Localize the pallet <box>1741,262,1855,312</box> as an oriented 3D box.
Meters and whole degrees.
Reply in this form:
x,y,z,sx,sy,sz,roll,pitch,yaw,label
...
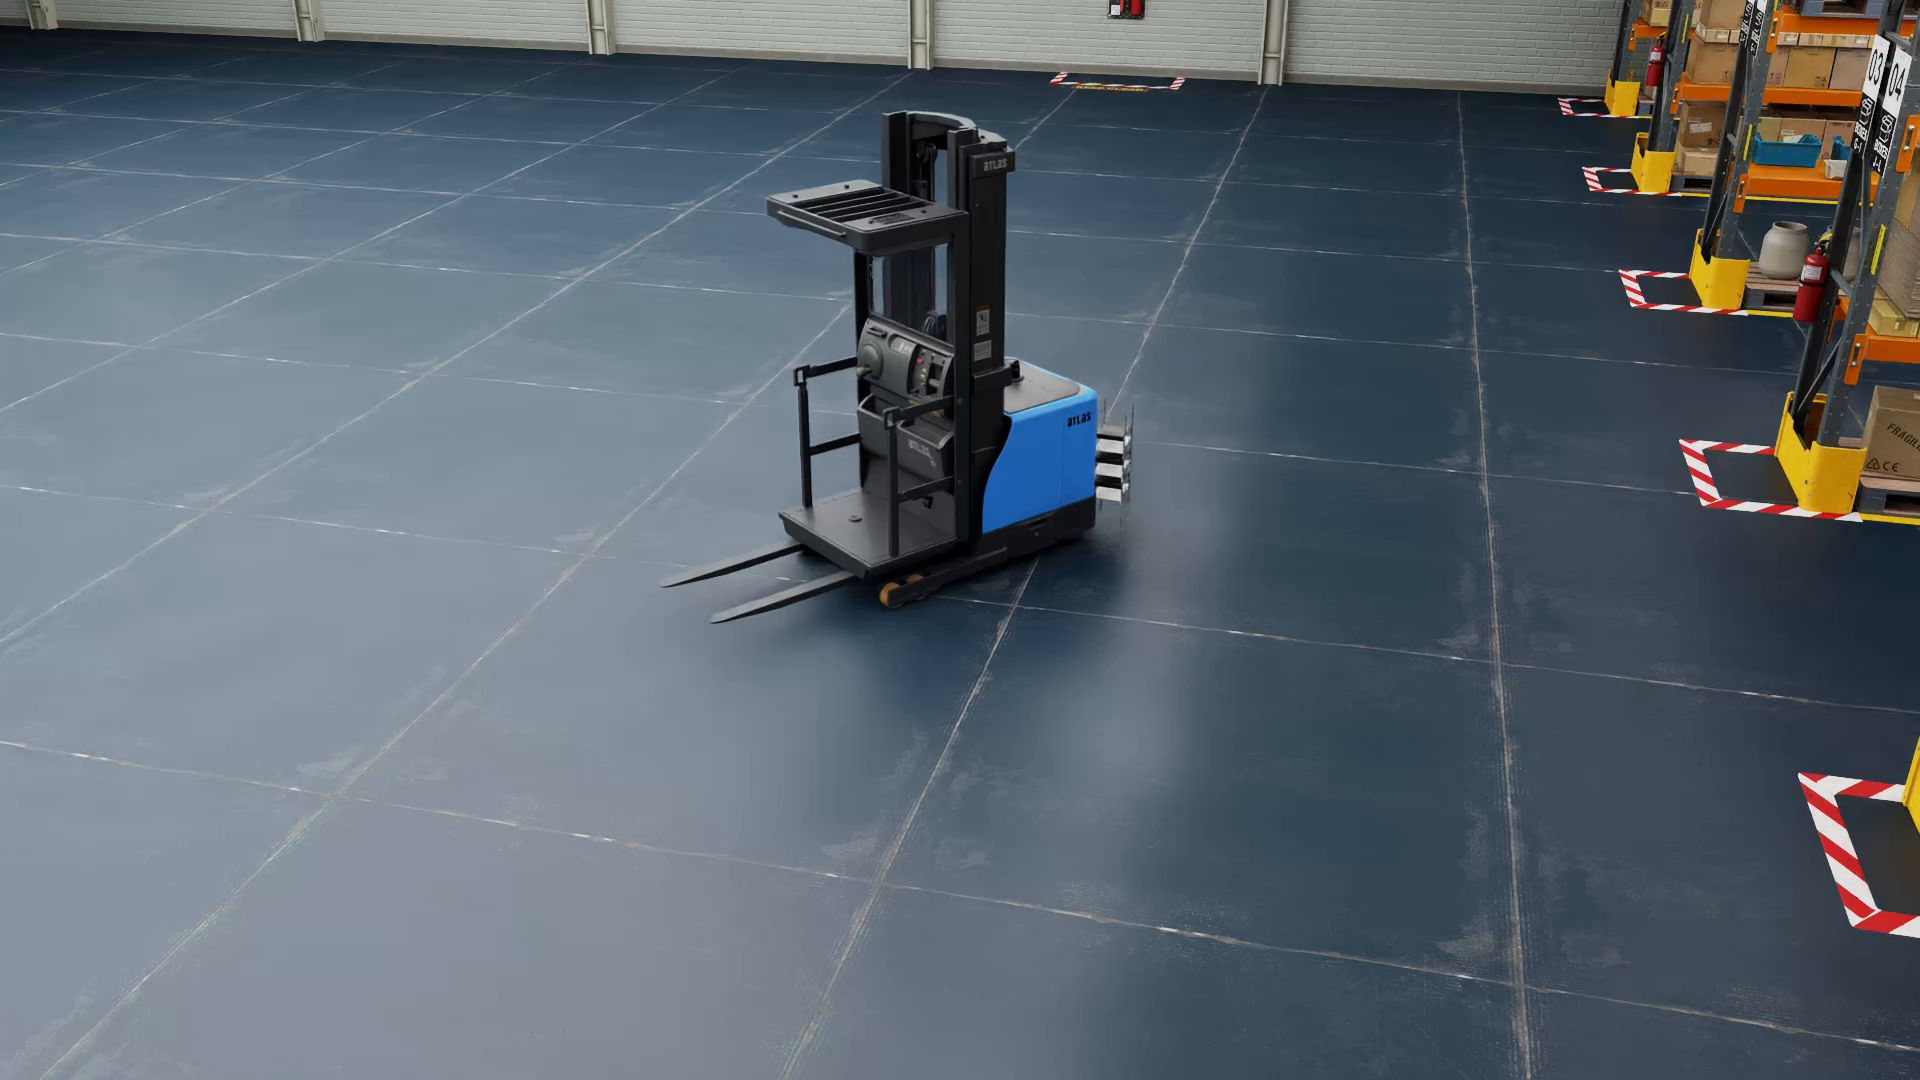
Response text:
x,y,z,sx,sy,sz,roll,pitch,yaw,label
8.458,-2.527,16.694,1.213,0.211,1.003,6,26,13,pallet

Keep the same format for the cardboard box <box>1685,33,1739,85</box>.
x,y,z,sx,sy,sz,roll,pitch,yaw,label
9.273,-5.916,20.451,0.500,0.500,0.700,6,26,13,cardboard box

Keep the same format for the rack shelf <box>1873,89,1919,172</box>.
x,y,z,sx,sy,sz,roll,pitch,yaw,label
8.290,-2.617,10.987,4.000,0.370,1.077,6,26,13,rack shelf

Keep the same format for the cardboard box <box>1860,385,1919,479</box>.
x,y,z,sx,sy,sz,roll,pitch,yaw,label
6.954,-0.789,12.219,0.500,0.500,0.500,11,28,23,cardboard box

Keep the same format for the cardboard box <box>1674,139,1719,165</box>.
x,y,z,sx,sy,sz,roll,pitch,yaw,label
9.417,-4.939,21.228,0.500,0.250,0.500,6,26,13,cardboard box

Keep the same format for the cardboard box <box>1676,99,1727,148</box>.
x,y,z,sx,sy,sz,roll,pitch,yaw,label
9.418,-5.279,21.068,0.500,0.500,0.500,6,26,13,cardboard box

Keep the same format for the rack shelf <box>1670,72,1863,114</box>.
x,y,z,sx,sy,sz,roll,pitch,yaw,label
10.761,-5.387,20.294,4.000,0.370,1.077,6,26,13,rack shelf

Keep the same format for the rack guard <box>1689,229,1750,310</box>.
x,y,z,sx,sy,sz,roll,pitch,yaw,label
7.672,-2.747,16.820,0.348,0.500,1.175,6,26,13,rack guard

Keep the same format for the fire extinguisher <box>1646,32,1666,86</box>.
x,y,z,sx,sy,sz,roll,pitch,yaw,label
8.825,-6.097,21.038,0.183,0.674,0.296,6,26,13,fire extinguisher

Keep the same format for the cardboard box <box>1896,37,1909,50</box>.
x,y,z,sx,sy,sz,roll,pitch,yaw,label
11.152,-5.912,19.689,0.250,0.149,0.380,7,26,14,cardboard box

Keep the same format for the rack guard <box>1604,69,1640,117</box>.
x,y,z,sx,sy,sz,roll,pitch,yaw,label
10.128,-6.852,25.442,0.348,0.500,1.175,6,26,13,rack guard

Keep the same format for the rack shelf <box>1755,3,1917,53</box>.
x,y,z,sx,sy,sz,roll,pitch,yaw,label
9.524,-4.679,15.318,4.000,0.370,1.077,6,26,13,rack shelf

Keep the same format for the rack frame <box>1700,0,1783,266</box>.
x,y,z,sx,sy,sz,roll,pitch,yaw,label
7.587,-3.864,16.258,0.127,3.000,1.000,6,26,13,rack frame

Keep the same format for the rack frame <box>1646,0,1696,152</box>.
x,y,z,sx,sy,sz,roll,pitch,yaw,label
8.824,-5.926,20.589,0.127,3.000,1.000,6,26,13,rack frame

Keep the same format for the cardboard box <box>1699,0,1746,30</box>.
x,y,z,sx,sy,sz,roll,pitch,yaw,label
9.324,-6.496,20.161,0.500,0.500,0.700,6,26,13,cardboard box

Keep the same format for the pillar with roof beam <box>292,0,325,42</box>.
x,y,z,sx,sy,sz,roll,pitch,yaw,label
-13.368,-11.760,25.863,0.400,9.000,9.100,6,26,13,pillar with roof beam

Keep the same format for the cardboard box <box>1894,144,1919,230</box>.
x,y,z,sx,sy,sz,roll,pitch,yaw,label
6.948,-2.477,11.719,0.500,0.500,0.500,6,26,13,cardboard box

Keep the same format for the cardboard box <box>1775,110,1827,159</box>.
x,y,z,sx,sy,sz,roll,pitch,yaw,label
10.260,-4.962,20.401,0.500,0.500,0.500,6,26,13,cardboard box

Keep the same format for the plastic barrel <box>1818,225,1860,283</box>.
x,y,z,sx,sy,sz,roll,pitch,yaw,label
8.729,-2.838,16.509,0.421,0.512,0.421,0,25,0,plastic barrel

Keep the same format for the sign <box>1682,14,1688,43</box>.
x,y,z,sx,sy,sz,roll,pitch,yaw,label
8.680,-6.122,19.902,0.005,0.325,0.100,6,26,13,sign

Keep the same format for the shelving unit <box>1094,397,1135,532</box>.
x,y,z,sx,sy,sz,roll,pitch,yaw,label
1.075,-0.527,11.692,0.210,0.900,0.258,9,27,18,shelving unit

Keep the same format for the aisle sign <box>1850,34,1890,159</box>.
x,y,z,sx,sy,sz,roll,pitch,yaw,label
6.368,-3.107,11.645,0.004,0.787,0.394,6,26,13,aisle sign

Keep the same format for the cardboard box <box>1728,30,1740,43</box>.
x,y,z,sx,sy,sz,roll,pitch,yaw,label
9.407,-6.105,20.094,0.250,0.149,0.380,6,26,12,cardboard box

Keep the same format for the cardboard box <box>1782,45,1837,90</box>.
x,y,z,sx,sy,sz,roll,pitch,yaw,label
10.262,-5.806,20.221,0.500,0.500,0.700,6,26,13,cardboard box

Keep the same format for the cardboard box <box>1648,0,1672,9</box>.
x,y,z,sx,sy,sz,roll,pitch,yaw,label
10.442,-8.092,24.418,0.500,0.500,0.500,6,26,13,cardboard box

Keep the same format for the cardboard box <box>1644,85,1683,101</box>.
x,y,z,sx,sy,sz,roll,pitch,yaw,label
10.702,-6.862,25.171,0.500,0.311,0.500,3,26,7,cardboard box

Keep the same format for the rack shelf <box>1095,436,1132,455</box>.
x,y,z,sx,sy,sz,roll,pitch,yaw,label
1.075,-0.660,11.629,0.200,0.077,0.258,9,27,18,rack shelf

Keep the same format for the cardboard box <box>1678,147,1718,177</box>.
x,y,z,sx,sy,sz,roll,pitch,yaw,label
9.288,-4.724,20.775,0.500,0.250,0.500,6,26,13,cardboard box

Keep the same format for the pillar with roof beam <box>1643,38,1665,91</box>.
x,y,z,sx,sy,sz,roll,pitch,yaw,label
9.875,-9.190,20.466,0.400,9.000,9.100,6,26,13,pillar with roof beam

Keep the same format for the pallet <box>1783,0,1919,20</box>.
x,y,z,sx,sy,sz,roll,pitch,yaw,label
8.364,-5.004,15.383,1.213,0.211,1.003,6,26,13,pallet

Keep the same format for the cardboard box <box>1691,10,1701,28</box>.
x,y,z,sx,sy,sz,roll,pitch,yaw,label
10.954,-7.696,24.458,0.500,0.250,0.500,5,26,11,cardboard box

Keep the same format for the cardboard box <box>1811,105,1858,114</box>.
x,y,z,sx,sy,sz,roll,pitch,yaw,label
10.874,-5.124,20.743,0.500,0.500,0.500,6,26,13,cardboard box

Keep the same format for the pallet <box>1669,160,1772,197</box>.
x,y,z,sx,sy,sz,roll,pitch,yaw,label
9.575,-4.602,21.053,1.213,0.211,1.003,6,26,13,pallet

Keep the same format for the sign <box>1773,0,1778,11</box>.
x,y,z,sx,sy,sz,roll,pitch,yaw,label
7.446,-4.994,15.132,0.005,0.325,0.100,6,26,13,sign

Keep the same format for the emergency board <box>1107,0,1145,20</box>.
x,y,z,sx,sy,sz,roll,pitch,yaw,label
2.753,-9.196,27.459,0.643,1.169,0.194,6,26,13,emergency board

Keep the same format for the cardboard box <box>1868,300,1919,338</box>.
x,y,z,sx,sy,sz,roll,pitch,yaw,label
6.570,-1.559,11.709,0.250,0.149,0.380,6,26,13,cardboard box

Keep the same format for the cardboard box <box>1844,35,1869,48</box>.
x,y,z,sx,sy,sz,roll,pitch,yaw,label
10.639,-5.967,19.805,0.250,0.149,0.380,7,26,13,cardboard box

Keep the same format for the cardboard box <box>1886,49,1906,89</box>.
x,y,z,sx,sy,sz,roll,pitch,yaw,label
11.269,-5.697,19.991,0.500,0.500,0.700,7,26,14,cardboard box

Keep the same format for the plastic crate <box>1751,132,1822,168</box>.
x,y,z,sx,sy,sz,roll,pitch,yaw,label
8.146,-3.868,16.439,0.616,0.251,0.499,6,26,13,plastic crate

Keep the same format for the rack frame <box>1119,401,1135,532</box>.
x,y,z,sx,sy,sz,roll,pitch,yaw,label
1.171,-0.513,11.662,0.006,0.900,0.240,9,27,18,rack frame

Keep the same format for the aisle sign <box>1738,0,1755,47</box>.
x,y,z,sx,sy,sz,roll,pitch,yaw,label
7.591,-5.169,15.975,0.004,0.787,0.394,6,26,13,aisle sign

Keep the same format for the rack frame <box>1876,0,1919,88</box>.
x,y,z,sx,sy,sz,roll,pitch,yaw,label
6.353,-4.511,10.638,0.127,3.000,1.000,6,26,13,rack frame

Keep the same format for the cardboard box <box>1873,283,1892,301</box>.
x,y,z,sx,sy,sz,roll,pitch,yaw,label
6.681,-1.744,12.098,0.250,0.149,0.380,6,26,13,cardboard box

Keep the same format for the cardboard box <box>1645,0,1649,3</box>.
x,y,z,sx,sy,sz,roll,pitch,yaw,label
10.564,-8.306,24.868,0.500,0.500,0.500,6,26,12,cardboard box

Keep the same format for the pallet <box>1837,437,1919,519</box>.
x,y,z,sx,sy,sz,roll,pitch,yaw,label
7.205,-0.433,12.296,1.213,0.211,1.003,6,26,13,pallet

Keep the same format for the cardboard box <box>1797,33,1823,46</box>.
x,y,z,sx,sy,sz,roll,pitch,yaw,label
10.151,-6.022,19.921,0.250,0.149,0.380,5,26,11,cardboard box

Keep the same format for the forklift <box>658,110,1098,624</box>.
x,y,z,sx,sy,sz,roll,pitch,yaw,label
-0.520,-1.136,10.608,3.031,2.935,1.130,-19,31,-34,forklift

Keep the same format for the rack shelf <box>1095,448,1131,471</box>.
x,y,z,sx,sy,sz,roll,pitch,yaw,label
1.075,-0.579,11.668,0.200,0.077,0.258,9,27,18,rack shelf

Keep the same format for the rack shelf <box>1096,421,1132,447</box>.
x,y,z,sx,sy,sz,roll,pitch,yaw,label
1.075,-0.741,11.591,0.200,0.077,0.258,9,27,18,rack shelf

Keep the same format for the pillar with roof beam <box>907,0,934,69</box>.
x,y,z,sx,sy,sz,roll,pitch,yaw,label
-1.746,-10.475,23.165,0.400,9.000,9.100,6,26,13,pillar with roof beam
